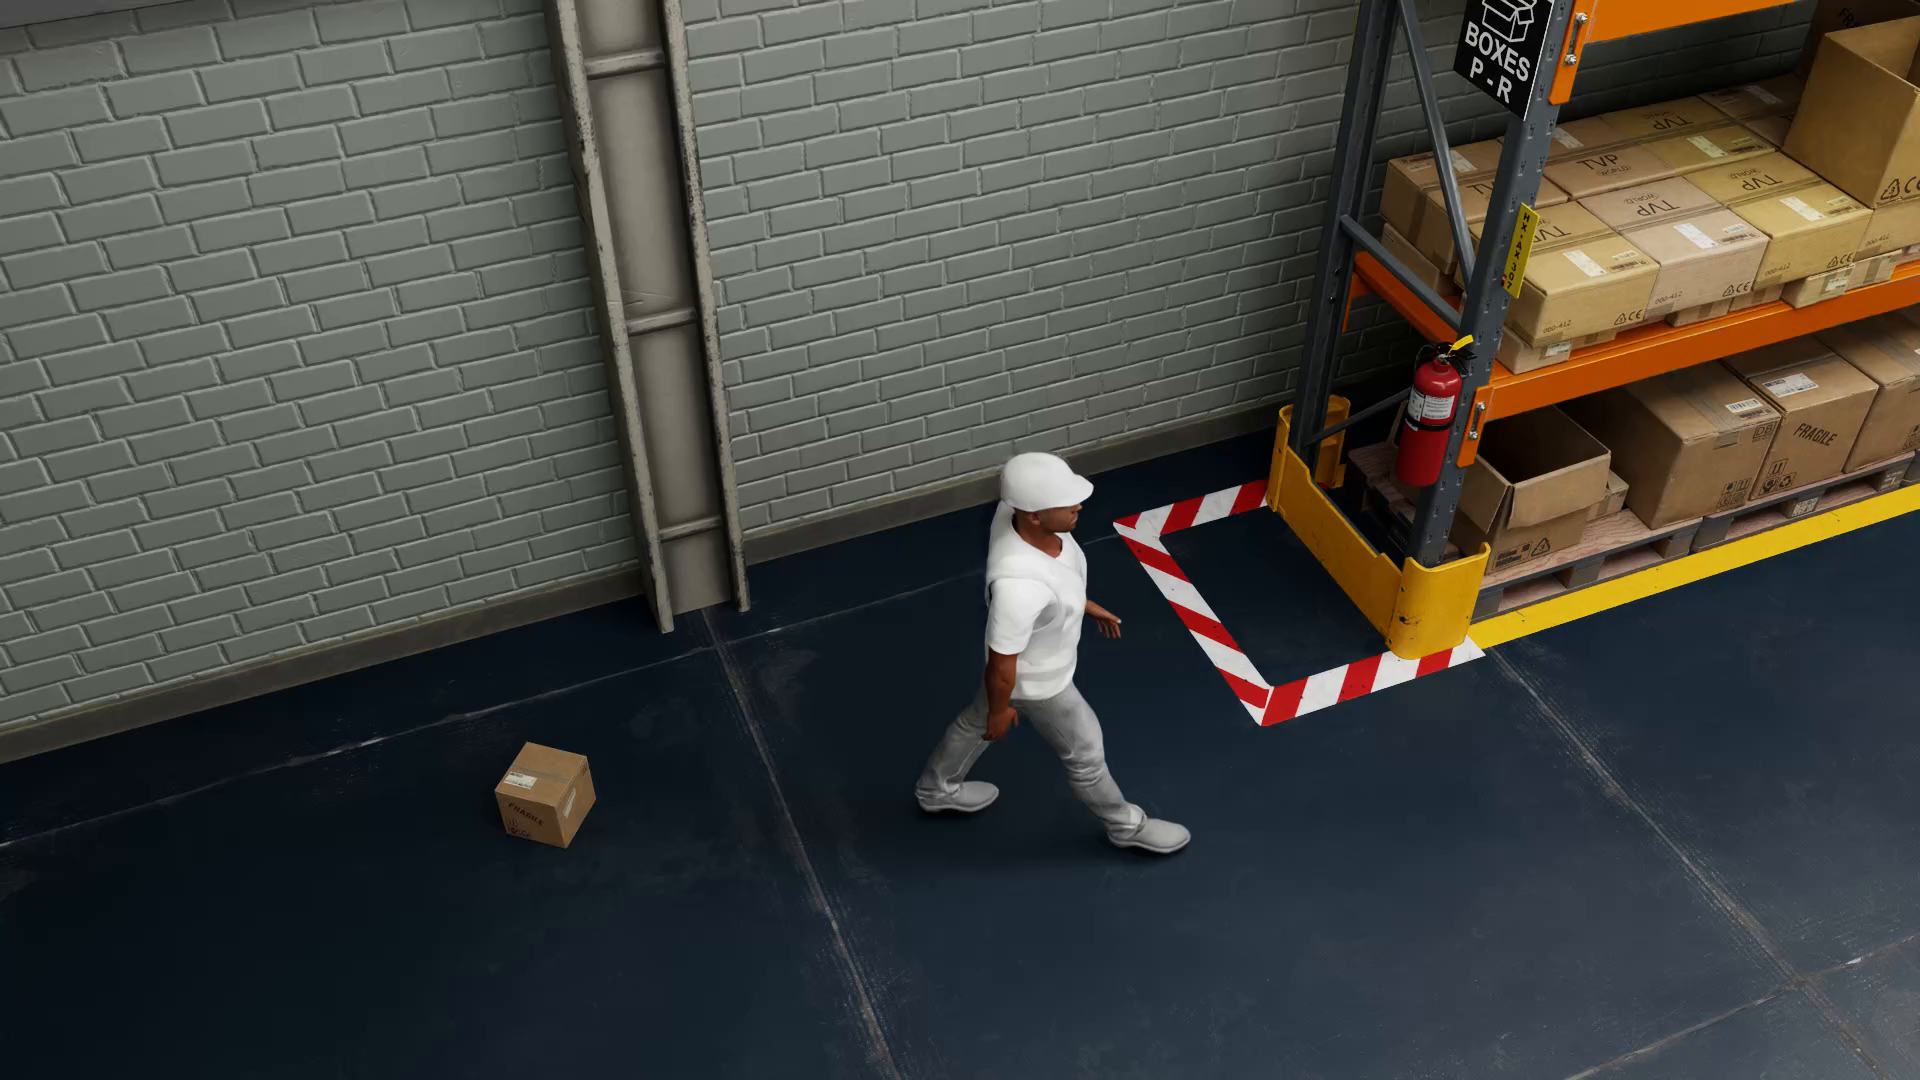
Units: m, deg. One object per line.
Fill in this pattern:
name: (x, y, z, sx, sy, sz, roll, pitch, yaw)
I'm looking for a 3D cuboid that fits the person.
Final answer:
person: (0.341, 0.385, 5.675, 1.025, 1.705, 0.582, 1, 42, 1)
